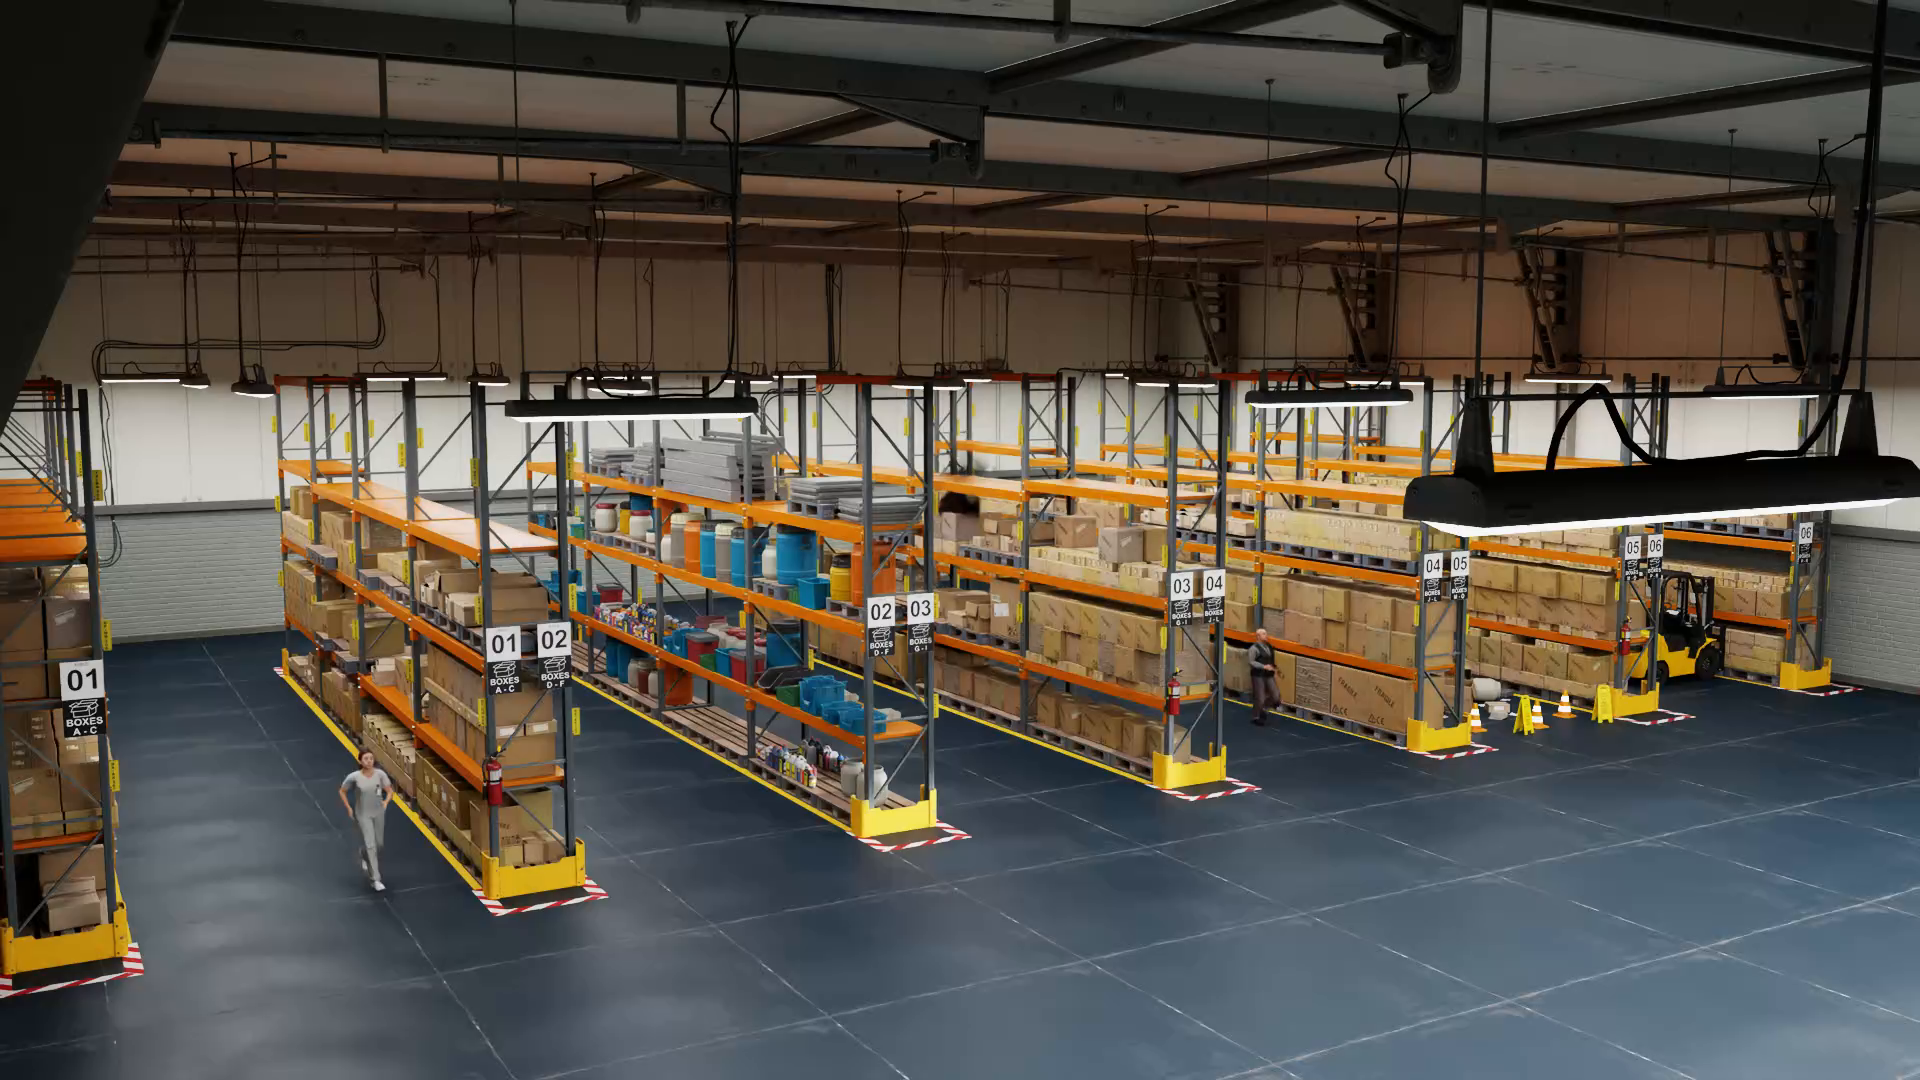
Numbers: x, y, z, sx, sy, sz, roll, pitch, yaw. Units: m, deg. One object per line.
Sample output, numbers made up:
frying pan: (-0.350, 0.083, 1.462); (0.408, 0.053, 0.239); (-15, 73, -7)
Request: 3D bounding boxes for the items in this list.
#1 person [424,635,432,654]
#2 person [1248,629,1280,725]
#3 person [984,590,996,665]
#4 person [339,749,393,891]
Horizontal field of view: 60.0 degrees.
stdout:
person: (-10.984, 1.831, 33.720); (0.569, 1.700, 0.704); (-4, 8, -34)
person: (5.247, 2.364, 28.597); (0.645, 1.679, 0.592); (-4, 7, -32)
person: (0.645, 1.841, 33.096); (0.668, 1.739, 0.594); (-5, 8, -38)
person: (-7.128, 3.317, 19.991); (0.577, 1.641, 0.907); (-5, 8, -37)
